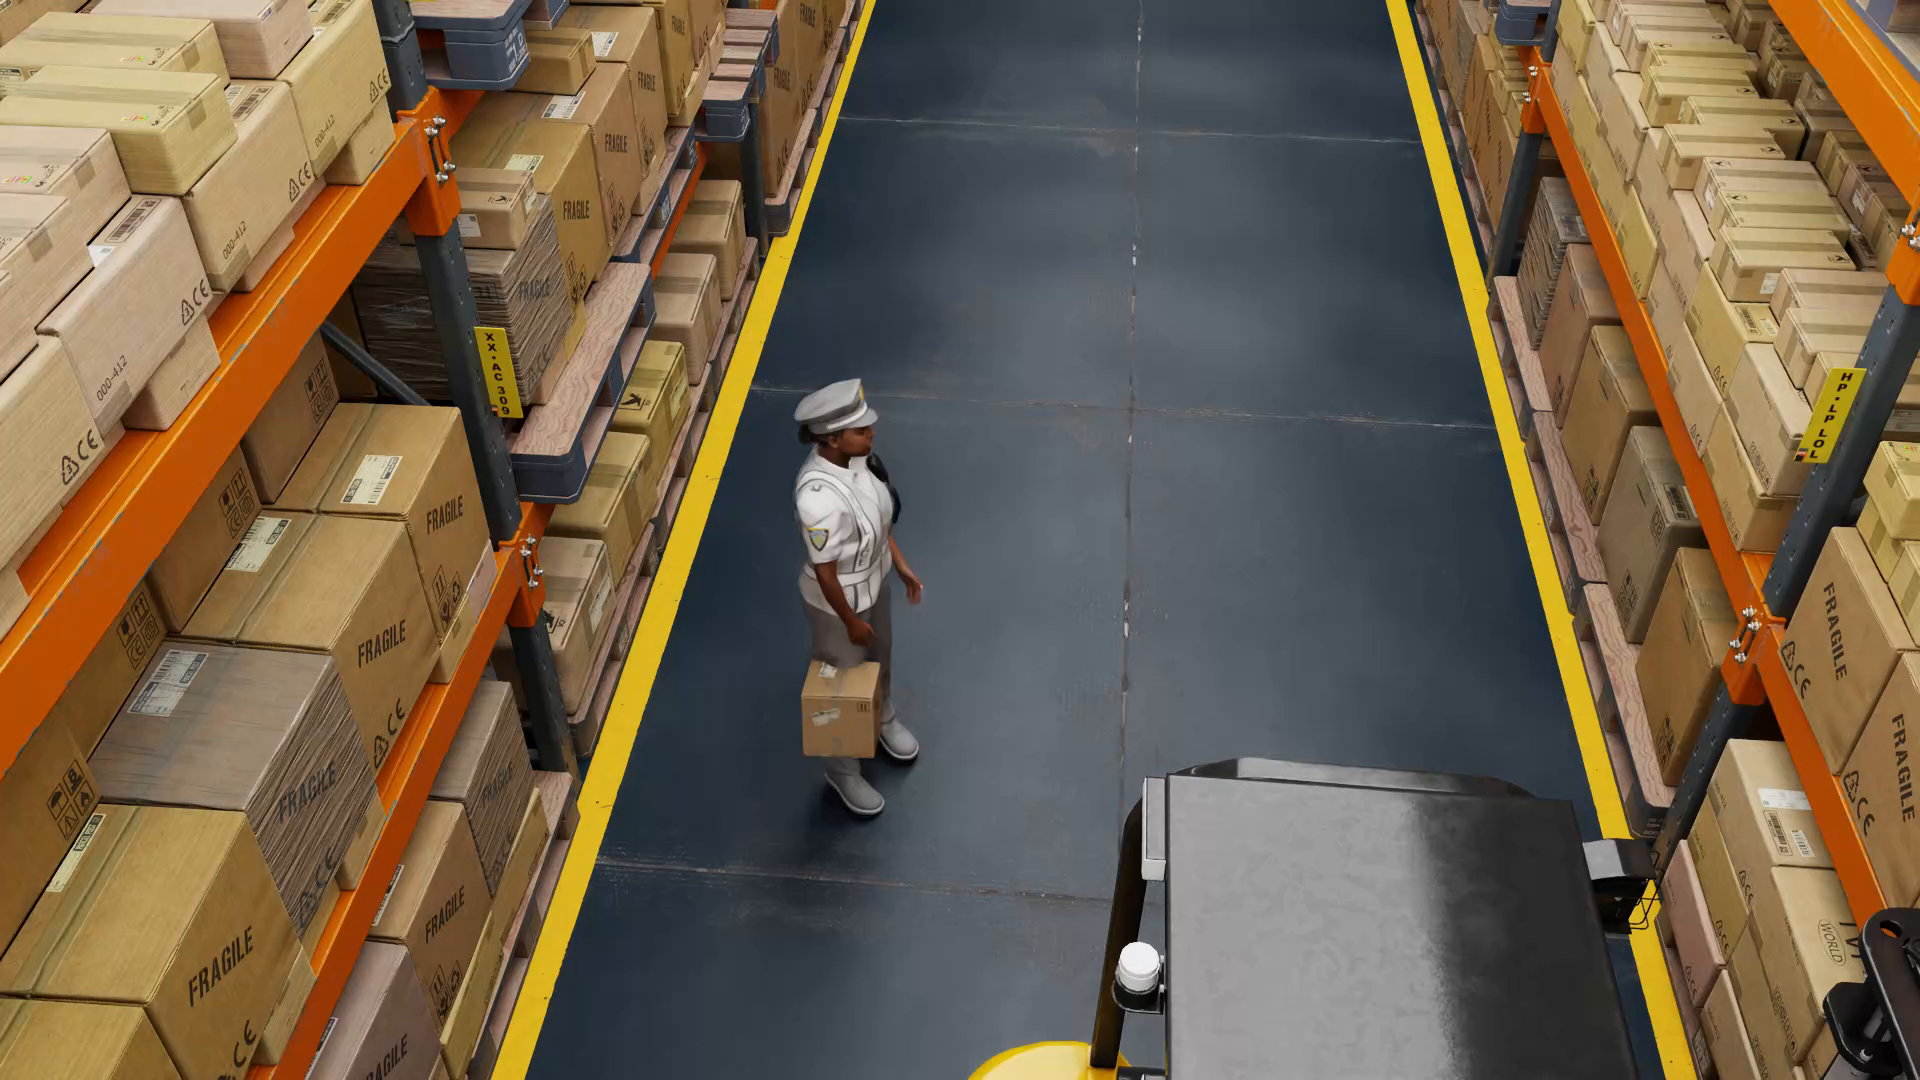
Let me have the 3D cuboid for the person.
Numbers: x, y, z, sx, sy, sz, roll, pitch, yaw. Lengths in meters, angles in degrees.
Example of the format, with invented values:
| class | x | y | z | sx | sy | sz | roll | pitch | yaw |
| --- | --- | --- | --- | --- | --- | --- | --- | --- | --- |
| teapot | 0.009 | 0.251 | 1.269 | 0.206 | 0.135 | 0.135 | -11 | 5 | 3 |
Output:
| class | x | y | z | sx | sy | sz | roll | pitch | yaw |
| --- | --- | --- | --- | --- | --- | --- | --- | --- | --- |
| person | -0.404 | 0.247 | 5.957 | 0.328 | 1.368 | 0.418 | 10 | 41 | 12 |
